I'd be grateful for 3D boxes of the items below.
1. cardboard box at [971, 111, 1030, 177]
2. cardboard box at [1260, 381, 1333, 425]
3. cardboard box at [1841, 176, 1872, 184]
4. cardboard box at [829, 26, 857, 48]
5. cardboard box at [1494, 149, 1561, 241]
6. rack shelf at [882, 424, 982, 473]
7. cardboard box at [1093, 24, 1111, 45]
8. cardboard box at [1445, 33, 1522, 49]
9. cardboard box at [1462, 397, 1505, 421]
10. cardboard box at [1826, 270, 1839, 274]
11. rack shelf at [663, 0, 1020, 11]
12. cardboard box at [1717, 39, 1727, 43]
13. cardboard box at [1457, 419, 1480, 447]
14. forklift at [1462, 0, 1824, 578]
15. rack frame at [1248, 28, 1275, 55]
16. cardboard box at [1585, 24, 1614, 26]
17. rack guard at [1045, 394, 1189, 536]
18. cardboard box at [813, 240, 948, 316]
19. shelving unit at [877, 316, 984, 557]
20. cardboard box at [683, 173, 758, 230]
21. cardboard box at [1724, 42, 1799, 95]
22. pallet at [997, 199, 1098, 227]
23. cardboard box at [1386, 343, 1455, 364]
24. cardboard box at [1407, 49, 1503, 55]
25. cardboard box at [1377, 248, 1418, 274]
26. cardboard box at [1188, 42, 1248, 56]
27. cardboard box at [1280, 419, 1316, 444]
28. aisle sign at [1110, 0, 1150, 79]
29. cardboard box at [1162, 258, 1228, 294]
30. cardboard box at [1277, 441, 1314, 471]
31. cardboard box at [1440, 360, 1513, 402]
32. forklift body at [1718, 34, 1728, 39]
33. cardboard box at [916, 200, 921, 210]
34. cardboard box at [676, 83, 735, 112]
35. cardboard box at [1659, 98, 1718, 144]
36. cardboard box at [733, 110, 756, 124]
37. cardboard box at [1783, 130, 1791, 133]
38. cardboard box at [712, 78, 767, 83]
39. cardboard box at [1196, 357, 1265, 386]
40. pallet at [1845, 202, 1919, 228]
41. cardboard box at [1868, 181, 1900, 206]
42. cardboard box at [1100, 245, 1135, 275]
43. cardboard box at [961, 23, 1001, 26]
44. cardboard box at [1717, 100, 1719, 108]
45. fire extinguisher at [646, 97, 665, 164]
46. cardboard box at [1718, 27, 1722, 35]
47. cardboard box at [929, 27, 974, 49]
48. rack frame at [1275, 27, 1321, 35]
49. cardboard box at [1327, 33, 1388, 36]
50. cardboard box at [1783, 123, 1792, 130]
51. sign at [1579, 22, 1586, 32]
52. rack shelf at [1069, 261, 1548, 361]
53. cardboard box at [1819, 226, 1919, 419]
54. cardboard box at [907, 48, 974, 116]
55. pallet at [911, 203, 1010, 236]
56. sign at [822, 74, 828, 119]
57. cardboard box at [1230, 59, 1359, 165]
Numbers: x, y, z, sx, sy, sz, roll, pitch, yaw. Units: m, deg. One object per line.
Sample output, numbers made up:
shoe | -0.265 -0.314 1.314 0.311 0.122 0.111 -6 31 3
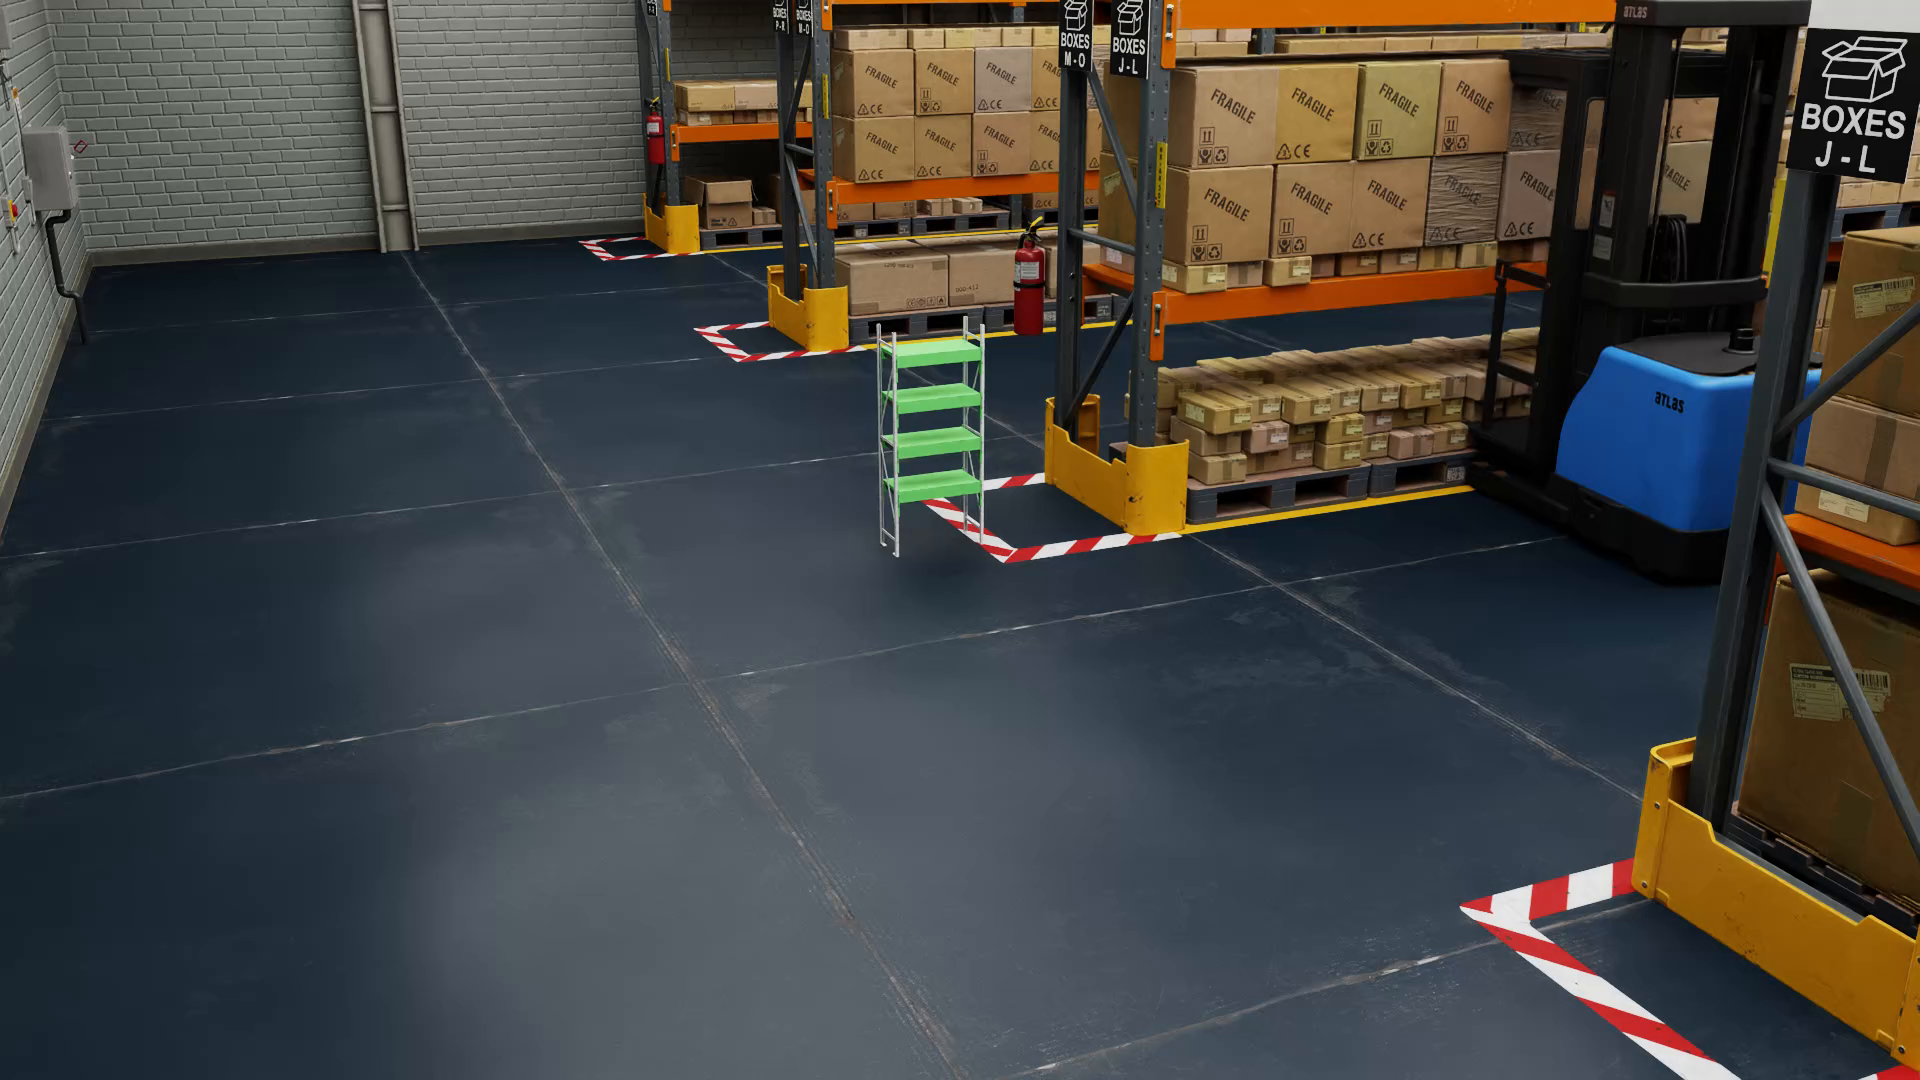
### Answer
cardboard box | 0.238 -3.274 13.653 0.500 0.500 0.500 -8 21 -22
cardboard box | 1.912 -0.785 9.498 0.250 0.149 0.380 -8 21 -22
cardboard box | 5.500 -2.345 10.463 0.250 0.149 0.380 -8 21 -21
cardboard box | -0.994 -4.048 13.368 0.250 0.149 0.380 -8 21 -21
cardboard box | 3.215 -2.049 9.727 0.500 0.500 0.500 -8 21 -22
rack shelf | -0.152 -0.484 8.782 0.480 0.148 0.258 -8 21 -22
cardboard box | 1.073 -4.179 13.742 0.250 0.149 0.380 -9 21 -23
cardboard box | 4.804 -4.405 15.359 0.500 0.500 0.500 -8 21 -22
cardboard box | 3.087 -0.848 10.127 0.250 0.149 0.380 -9 21 -24
cardboard box | 6.223 -1.670 11.252 0.500 0.250 0.500 -7 21 -20
rack shelf | -1.377 -5.966 18.017 4.000 0.370 1.077 -8 21 -22
cardboard box | 7.844 -4.907 17.210 0.500 0.500 0.500 -9 21 -24
cardboard box | 3.040 -0.692 10.132 0.250 0.149 0.380 -8 21 -21
forklift | 3.641 -1.650 9.294 1.130 2.935 3.031 -5 20 -15
rack frame | 2.429 -3.641 14.846 0.127 3.000 1.000 -8 21 -22
cardboard box | 8.668 -6.945 22.655 0.250 0.149 0.380 -9 21 -23
rack guard | 0.879 -0.449 9.545 0.348 0.500 1.175 -8 21 -22
cardboard box | -0.678 -2.221 14.040 0.875 0.438 0.875 -9 21 -24
shelving unit | -0.152 -0.544 8.761 0.503 1.200 0.258 -8 21 -22
cardboard box | -2.615 -3.700 18.140 0.637 0.503 0.797 -9 21 -24
cardboard box | 8.029 -4.747 16.757 0.500 0.500 0.500 -9 21 -24
pallet | 1.191 -3.957 19.943 1.213 0.211 1.003 -8 21 -22
cardboard box | 2.881 -1.119 10.448 0.250 0.149 0.380 -9 21 -24
cardboard box | 3.026 -2.689 10.038 0.500 0.500 0.500 -8 21 -21
cardboard box | 2.402 -1.636 9.529 0.250 0.149 0.380 -9 21 -23
cardboard box | 2.105 -4.013 14.247 0.500 0.500 0.500 -8 21 -22
cardboard box | 1.855 -0.681 9.651 0.250 0.149 0.380 -8 21 -21
aisle sign | 0.861 -2.743 8.383 0.004 0.787 0.394 -8 21 -22
cardboard box | 1.237 -1.442 8.981 0.250 0.149 0.380 -8 21 -22
cardboard box | 1.850 -0.537 9.691 0.250 0.149 0.380 -8 21 -21
cardboard box | 3.090 -0.958 9.992 0.250 0.149 0.380 -9 21 -24
forklift body | 10.459 -5.526 21.479 1.214 2.155 2.313 -8 21 -22
cardboard box | -0.639 -3.935 19.343 0.250 0.149 0.380 -8 21 -23
cardboard box | -2.690 -4.675 17.560 0.500 0.250 0.500 -8 21 -22
cardboard box | 4.158 -2.659 9.954 0.500 0.500 0.500 -9 21 -24
cardboard box | -2.361 -4.562 17.839 0.250 0.149 0.380 -8 21 -23
cardboard box | 5.280 -2.455 10.328 0.250 0.149 0.380 -8 21 -20
cardboard box | -2.423 -4.906 18.217 0.500 0.250 0.500 -8 21 -22
cardboard box | 1.636 -0.988 10.075 0.250 0.149 0.380 -9 21 -23
pallet | 6.353 -2.307 11.347 1.213 0.211 1.003 -8 21 -22
cardboard box | 5.740 -2.238 10.608 0.250 0.149 0.380 -8 21 -21
cardboard box | 0.997 -1.629 9.510 0.250 0.149 0.380 -8 21 -22
cardboard box | 0.156 -4.232 13.892 0.250 0.149 0.380 -8 21 -21
cardboard box | 7.467 -4.367 16.654 0.250 0.149 0.380 -7 21 -19
fire extinguisher | -3.166 -4.255 17.268 0.183 0.674 0.296 -8 21 -22
cardboard box | 10.100 -6.916 22.573 0.250 0.149 0.380 -8 21 -21
cardboard box | -0.078 -3.997 13.225 0.250 0.149 0.380 -9 21 -24
rack frame | 4.132 -5.680 20.638 0.127 3.000 1.000 -8 21 -22
cardboard box | 3.685 -4.426 15.419 0.500 0.500 0.500 -7 21 -20
cardboard box | 5.258 -2.686 10.984 0.250 0.149 0.380 -9 21 -24
sign | 8.029 -6.551 21.487 0.005 0.325 0.100 -8 21 -22
rack shelf | 2.646 -1.542 9.968 4.000 0.370 1.077 -8 21 -22
cardboard box | 3.024 -0.660 5.029 0.500 0.500 0.500 -8 21 -21
cardboard box | -0.219 -3.680 13.300 0.500 0.500 0.500 -9 21 -23
pallet | -0.172 -3.748 19.351 1.213 0.211 1.003 -8 21 -22
sign | -1.030 -3.390 12.711 0.005 0.325 0.100 -8 21 -22
cardboard box | 1.787 -2.324 9.001 0.500 0.500 0.500 -8 21 -20
